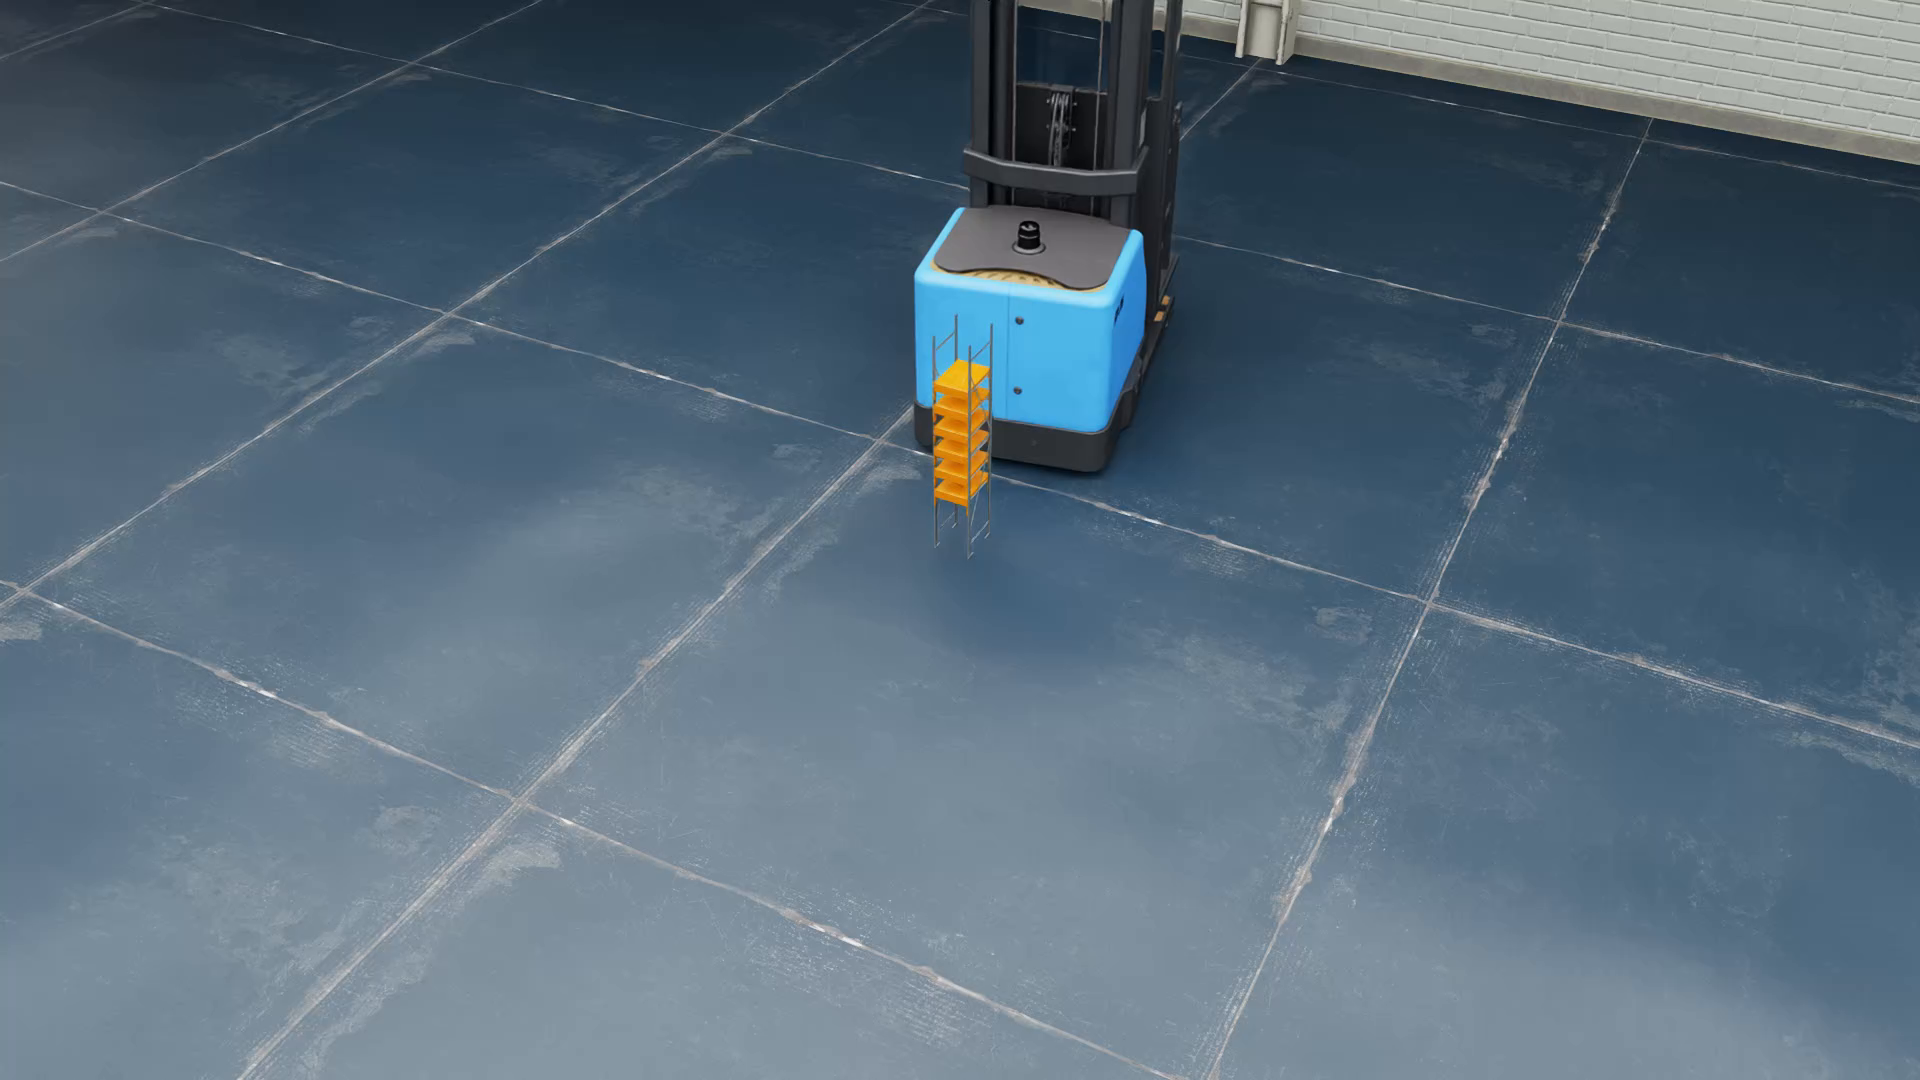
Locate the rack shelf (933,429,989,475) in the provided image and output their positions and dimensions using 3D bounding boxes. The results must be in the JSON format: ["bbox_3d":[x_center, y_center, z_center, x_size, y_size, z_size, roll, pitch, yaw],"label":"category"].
[{"bbox_3d":[0.013,-0.438,7.929,0.180,0.103,0.258,17,41,21],"label":"rack shelf"}]

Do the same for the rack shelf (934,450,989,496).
[{"bbox_3d":[0.013,-0.343,8.001,0.180,0.103,0.258,17,41,21],"label":"rack shelf"}]

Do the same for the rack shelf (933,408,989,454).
[{"bbox_3d":[0.013,-0.534,7.856,0.180,0.103,0.258,17,41,21],"label":"rack shelf"}]

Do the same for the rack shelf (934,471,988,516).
[{"bbox_3d":[0.013,-0.247,8.074,0.180,0.103,0.258,17,41,21],"label":"rack shelf"}]

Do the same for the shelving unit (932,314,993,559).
[{"bbox_3d":[0.013,-0.474,7.902,0.189,1.200,0.258,17,41,21],"label":"shelving unit"}]

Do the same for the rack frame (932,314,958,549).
[{"bbox_3d":[-0.068,-0.499,7.935,0.006,1.200,0.240,17,41,21],"label":"rack frame"}]

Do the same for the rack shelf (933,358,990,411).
[{"bbox_3d":[0.013,-0.725,7.711,0.180,0.103,0.258,17,41,21],"label":"rack shelf"}]

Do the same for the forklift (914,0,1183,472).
[{"bbox_3d":[0.659,-2.414,9.025,1.130,2.935,3.031,10,38,13],"label":"forklift"}]

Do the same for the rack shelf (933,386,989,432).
[{"bbox_3d":[0.013,-0.630,7.783,0.180,0.103,0.258,17,41,21],"label":"rack shelf"}]

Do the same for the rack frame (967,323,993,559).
[{"bbox_3d":[0.094,-0.448,7.868,0.006,1.200,0.240,17,41,21],"label":"rack frame"}]

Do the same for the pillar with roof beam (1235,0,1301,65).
[{"bbox_3d":[0.483,-5.199,7.676,0.400,9.000,9.100,17,41,21],"label":"pillar with roof beam"}]
